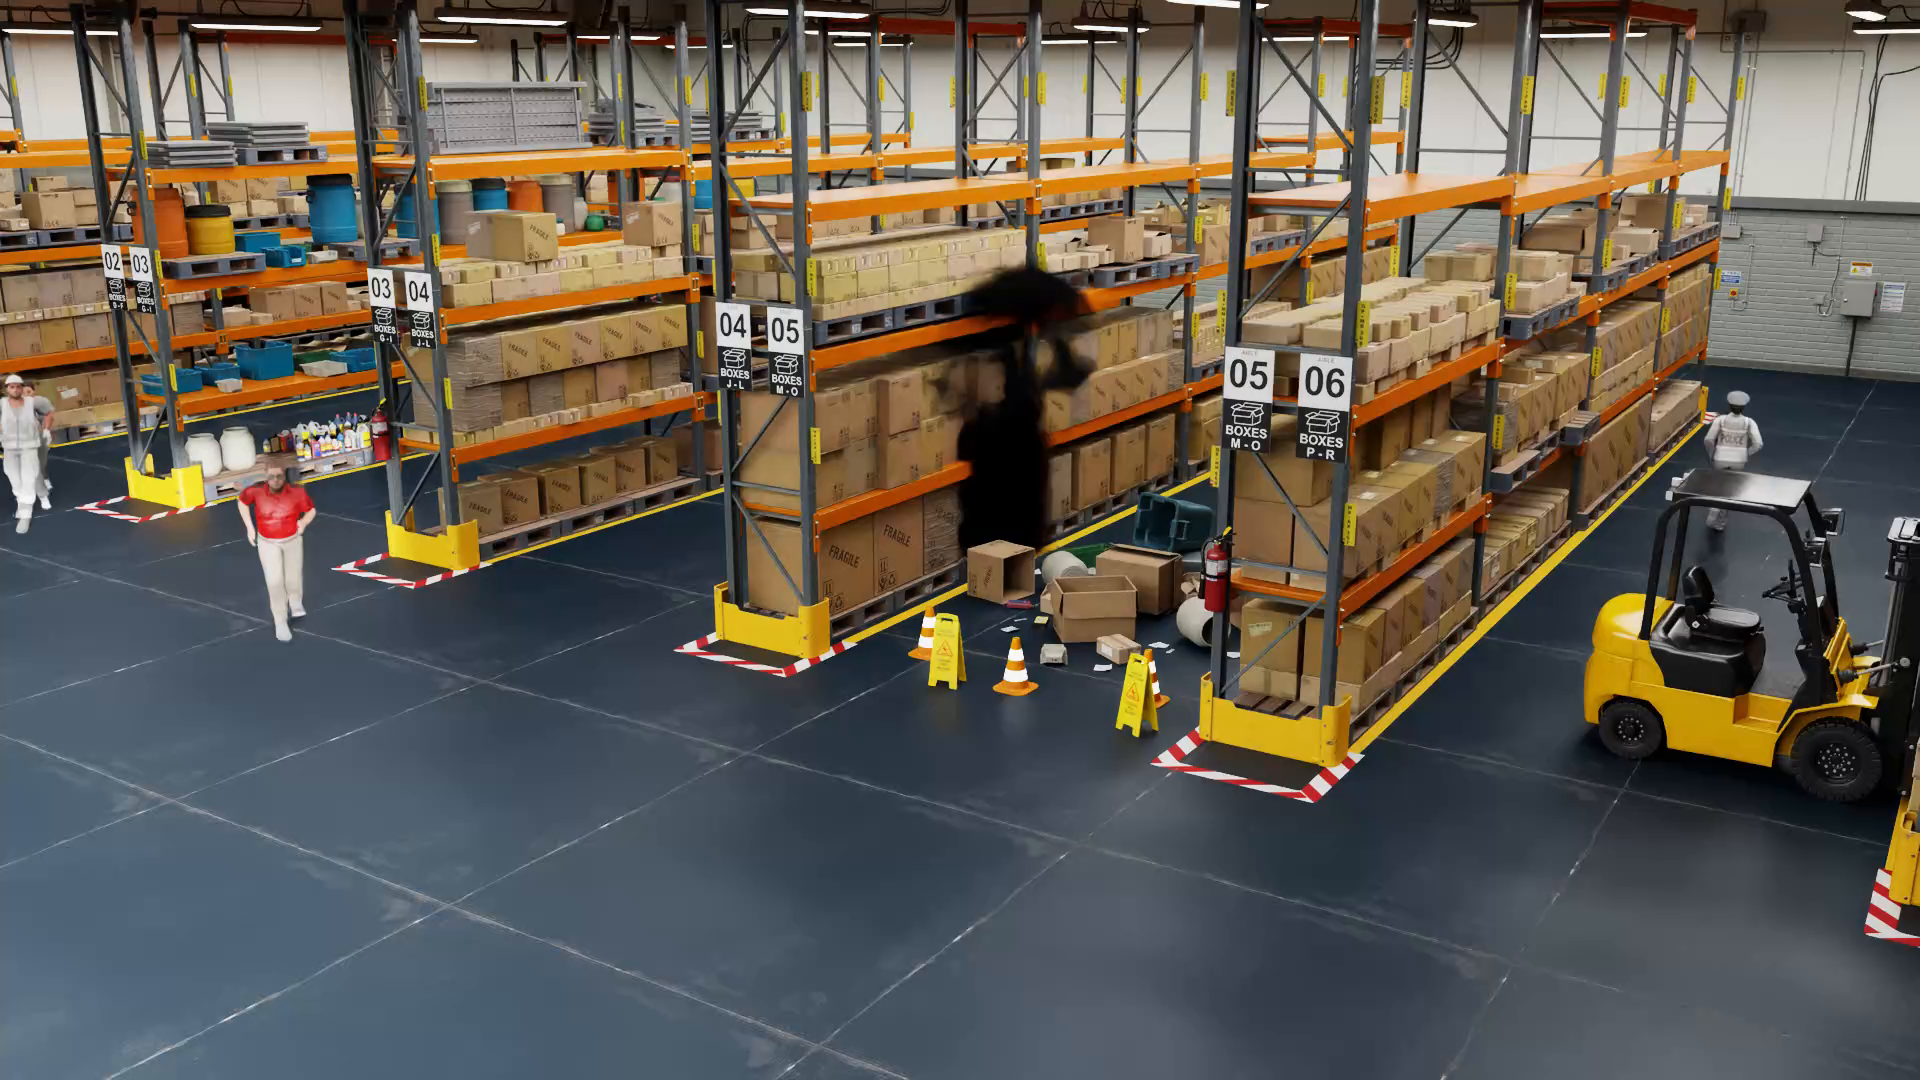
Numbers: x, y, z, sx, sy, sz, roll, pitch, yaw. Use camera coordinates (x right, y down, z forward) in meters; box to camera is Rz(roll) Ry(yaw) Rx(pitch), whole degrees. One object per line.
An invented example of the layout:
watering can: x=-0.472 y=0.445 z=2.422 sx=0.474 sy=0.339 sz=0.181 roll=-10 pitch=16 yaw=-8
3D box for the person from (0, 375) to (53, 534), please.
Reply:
person: x=-11.108 y=-1.057 z=19.671 sx=0.695 sy=1.815 sz=0.875 roll=-5 pitch=16 yaw=-18

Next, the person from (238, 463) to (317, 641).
person: x=-6.497 y=0.068 z=15.929 sx=0.677 sy=1.738 sz=0.932 roll=-7 pitch=17 yaw=-24

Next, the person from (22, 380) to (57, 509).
person: x=-11.593 y=-1.253 z=20.826 sx=0.602 sy=1.625 sz=1.003 roll=-7 pitch=17 yaw=-24

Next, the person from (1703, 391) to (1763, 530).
person: x=8.994 y=-0.908 z=19.410 sx=0.627 sy=1.662 sz=0.514 roll=7 pitch=17 yaw=24
